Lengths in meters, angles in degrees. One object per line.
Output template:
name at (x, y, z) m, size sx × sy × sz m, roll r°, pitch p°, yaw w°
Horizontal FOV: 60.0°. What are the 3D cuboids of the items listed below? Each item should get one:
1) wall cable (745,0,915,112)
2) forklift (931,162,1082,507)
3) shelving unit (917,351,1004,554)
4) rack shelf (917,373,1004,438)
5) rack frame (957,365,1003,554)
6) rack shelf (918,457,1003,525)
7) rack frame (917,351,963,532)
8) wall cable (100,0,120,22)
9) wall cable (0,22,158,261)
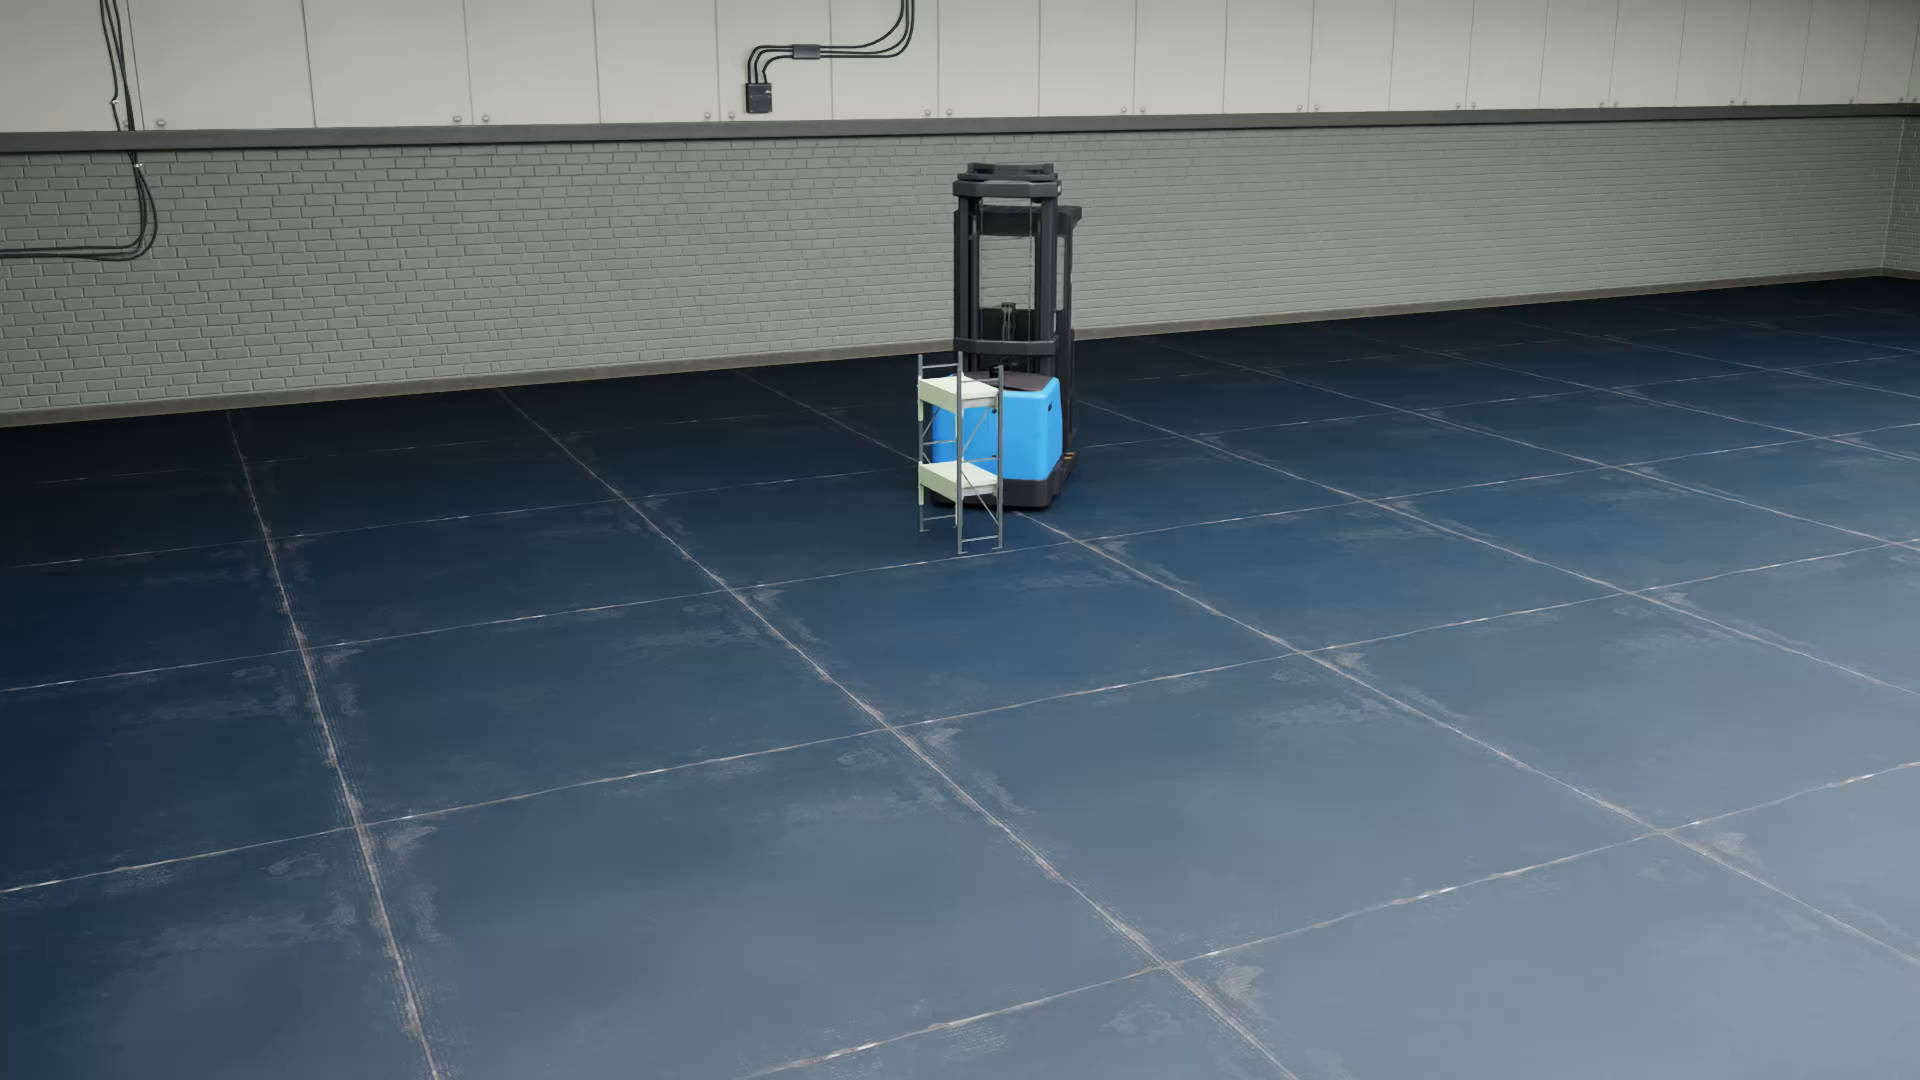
wall cable at (-1.599, -8.344, 20.348) m, size 2.305 × 6.003 × 0.169 m, roll -8°, pitch 18°, yaw -25°
forklift at (0.532, -2.058, 15.610) m, size 1.130 × 2.935 × 3.031 m, roll 3°, pitch 16°, yaw 11°
shelving unit at (-0.003, -0.723, 13.550) m, size 0.431 × 1.500 × 0.755 m, roll -8°, pitch 18°, yaw -25°
rack shelf at (-0.003, -1.098, 13.442) m, size 0.431 × 0.370 × 0.720 m, roll -8°, pitch 18°, yaw -25°
rack frame at (0.157, -0.632, 13.233) m, size 0.400 × 1.500 × 0.023 m, roll -8°, pitch 18°, yaw -25°
rack shelf at (-0.003, -0.409, 13.639) m, size 0.431 × 0.370 × 0.720 m, roll -8°, pitch 18°, yaw -25°
rack frame at (-0.163, -0.813, 13.866) m, size 0.400 × 1.500 × 0.023 m, roll -8°, pitch 18°, yaw -25°
wall cable at (-7.708, -6.828, 17.704) m, size 3.097 × 2.526 × 0.112 m, roll -8°, pitch 18°, yaw -25°
wall cable at (-10.140, -4.074, 17.261) m, size 3.097 × 2.526 × 0.112 m, roll -8°, pitch 18°, yaw -25°
